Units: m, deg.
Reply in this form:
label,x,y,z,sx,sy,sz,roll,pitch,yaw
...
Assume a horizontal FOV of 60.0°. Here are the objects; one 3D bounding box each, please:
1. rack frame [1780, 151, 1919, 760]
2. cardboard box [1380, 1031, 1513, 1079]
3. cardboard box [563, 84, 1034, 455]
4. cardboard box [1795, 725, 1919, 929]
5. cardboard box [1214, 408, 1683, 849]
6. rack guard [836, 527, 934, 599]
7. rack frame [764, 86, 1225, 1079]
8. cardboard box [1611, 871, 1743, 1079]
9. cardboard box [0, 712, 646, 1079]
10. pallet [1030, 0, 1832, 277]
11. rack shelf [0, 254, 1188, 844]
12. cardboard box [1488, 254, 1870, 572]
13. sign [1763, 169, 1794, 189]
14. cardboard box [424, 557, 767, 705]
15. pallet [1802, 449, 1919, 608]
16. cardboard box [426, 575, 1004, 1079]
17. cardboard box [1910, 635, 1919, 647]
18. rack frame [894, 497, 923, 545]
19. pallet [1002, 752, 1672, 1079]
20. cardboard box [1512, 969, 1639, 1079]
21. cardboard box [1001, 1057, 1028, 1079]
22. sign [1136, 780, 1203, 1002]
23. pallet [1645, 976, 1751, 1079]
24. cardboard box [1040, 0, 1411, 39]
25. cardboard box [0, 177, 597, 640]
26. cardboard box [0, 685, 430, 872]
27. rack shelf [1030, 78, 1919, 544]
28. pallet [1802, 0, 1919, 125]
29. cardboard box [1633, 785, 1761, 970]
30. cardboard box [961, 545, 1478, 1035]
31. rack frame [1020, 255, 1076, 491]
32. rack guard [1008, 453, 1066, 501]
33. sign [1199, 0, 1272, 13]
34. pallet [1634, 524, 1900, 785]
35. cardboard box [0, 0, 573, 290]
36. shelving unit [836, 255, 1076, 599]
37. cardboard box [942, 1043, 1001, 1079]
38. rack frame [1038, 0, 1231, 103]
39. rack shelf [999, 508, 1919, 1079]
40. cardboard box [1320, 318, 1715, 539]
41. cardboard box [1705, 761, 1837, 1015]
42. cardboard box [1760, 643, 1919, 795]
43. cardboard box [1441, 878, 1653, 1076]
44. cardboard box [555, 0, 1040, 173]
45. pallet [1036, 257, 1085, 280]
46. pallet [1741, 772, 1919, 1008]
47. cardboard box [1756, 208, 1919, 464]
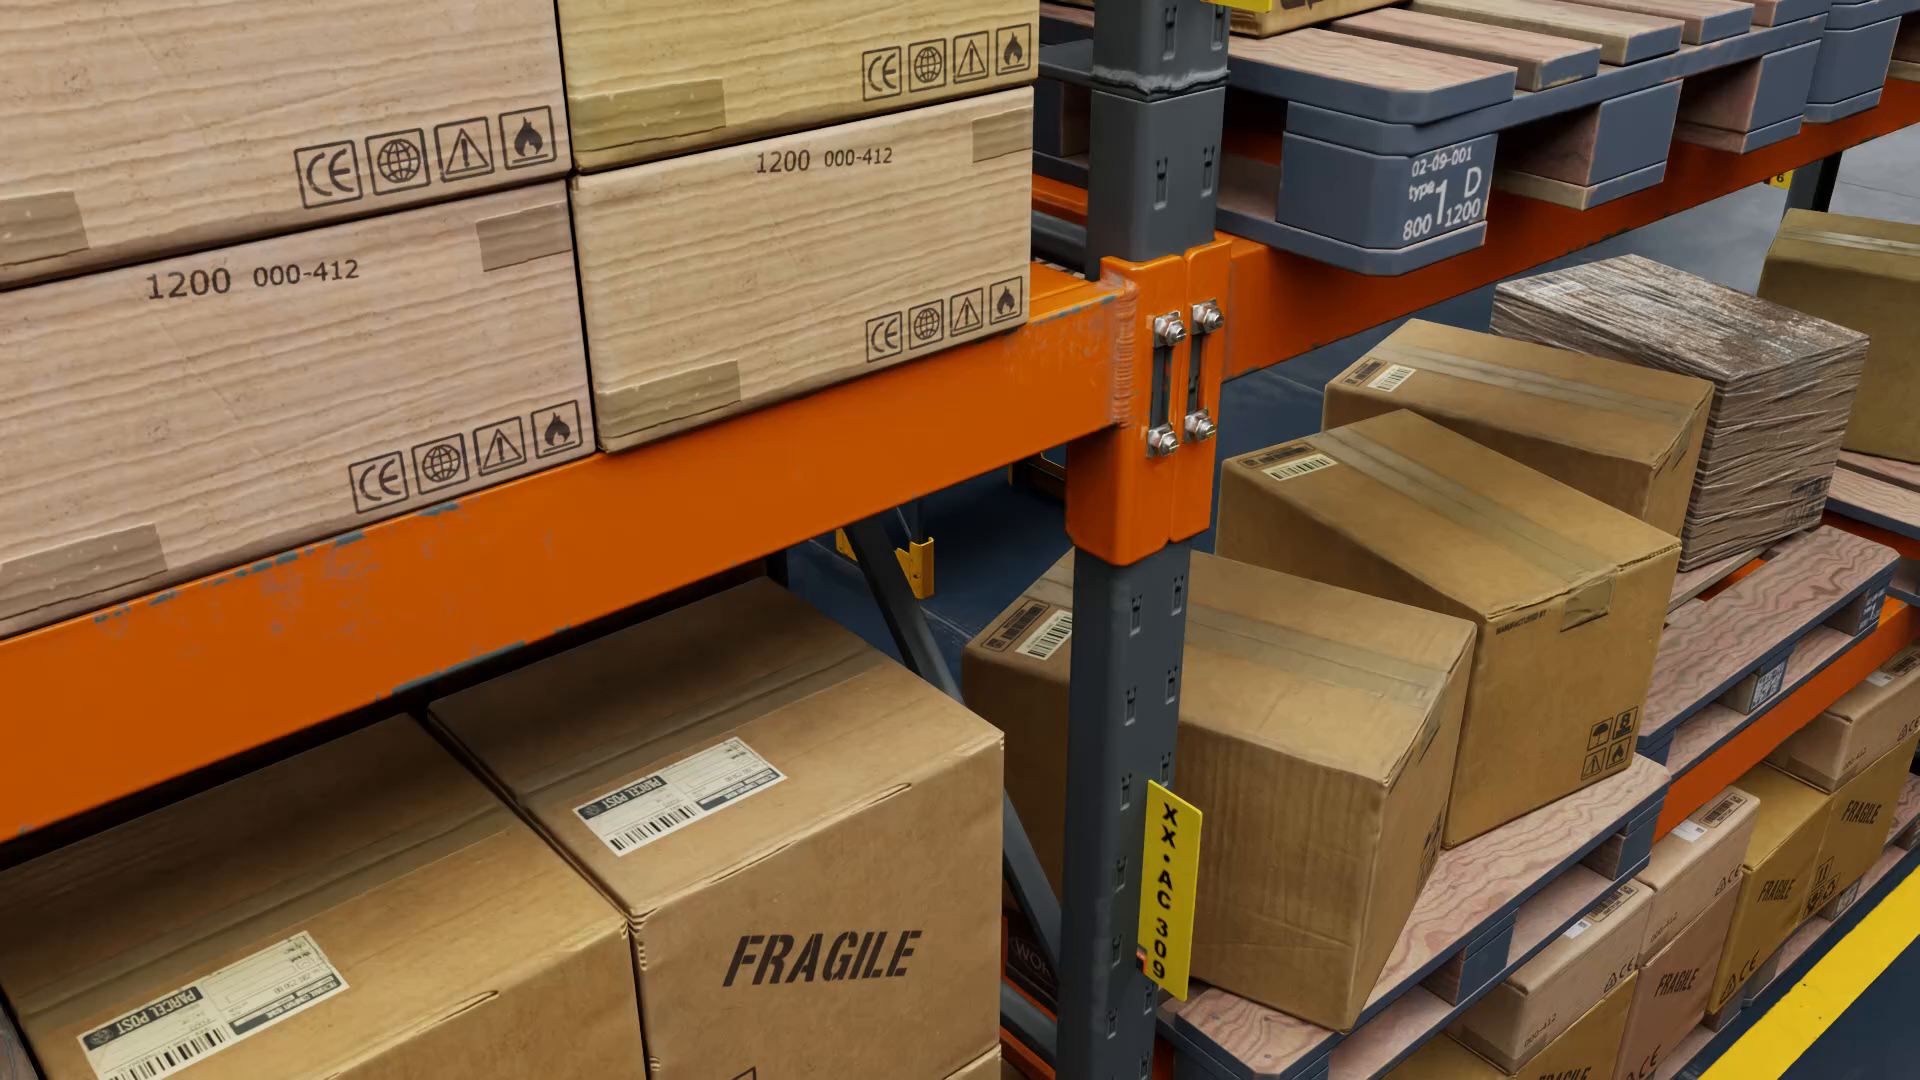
label,x,y,z,sx,sy,sz,roll,pitch,yaw
rack frame,2.964,-0.556,5.109,0.127,3.000,1.000,-22,35,-35
cardboard box,0.846,1.348,3.730,0.500,0.500,0.500,-21,35,-34
cardboard box,-0.276,-0.345,1.690,0.500,0.250,0.500,-22,35,-35
cardboard box,2.405,0.722,4.901,0.500,0.500,0.500,-20,34,-33
cardboard box,0.909,0.140,3.254,0.500,0.500,0.700,-16,32,-27
rack guard,-0.321,0.019,6.950,0.087,0.250,0.587,-22,35,-35
rack frame,-0.079,0.667,2.819,0.127,3.000,1.000,-22,35,-35
cardboard box,1.616,1.043,4.301,0.500,0.500,0.500,-23,36,-37
cardboard box,-0.684,0.587,1.801,0.500,0.500,0.500,-23,36,-36
pallet,0.463,-0.747,2.482,1.003,0.211,1.213,-22,35,-35
rack shelf,-1.600,0.274,1.136,4.000,0.370,1.077,-22,35,-35
cardboard box,1.738,-0.341,4.154,0.500,0.500,0.700,-15,32,-26
sign,2.601,-1.265,5.206,0.005,0.325,0.100,-22,35,-35
cardboard box,-0.620,0.226,2.479,0.500,0.500,0.500,-21,34,-34
pallet,2.494,-0.239,4.719,1.003,0.211,1.213,-22,35,-35
cardboard box,-0.296,0.430,2.096,0.500,0.500,0.500,-22,35,-35
cardboard box,3.553,0.416,5.760,0.500,0.250,0.500,-22,35,-35
rack frame,-0.322,-0.532,6.654,0.032,1.500,0.500,-22,35,-35
pallet,0.600,0.547,3.248,1.213,0.211,1.003,-22,35,-35
cardboard box,1.231,1.198,4.011,0.500,0.500,0.500,-21,35,-34
cardboard box,0.110,1.322,3.779,0.500,0.500,0.500,-22,35,-35
sign,0.279,0.478,2.255,0.005,0.325,0.100,-22,35,-35
pallet,1.444,1.260,4.669,1.213,0.211,1.003,-22,35,-35
cardboard box,0.352,-1.057,2.205,0.600,0.600,0.600,25,37,38
cardboard box,-0.663,-0.196,1.411,0.500,0.250,0.500,-22,35,-35
cardboard box,-1.012,0.384,2.183,0.500,0.500,0.500,-23,36,-36
rack shelf,1.443,-0.950,3.426,4.000,0.370,1.077,-22,35,-35
pallet,1.250,-1.065,3.078,1.003,0.211,1.213,-22,35,-35
cardboard box,1.589,0.725,4.101,0.500,0.250,0.500,-23,36,-36
cardboard box,0.427,0.373,2.817,0.700,0.500,0.500,15,32,26
rack frame,0.452,-0.843,7.236,0.032,1.500,0.500,-22,35,-35
rack guard,0.437,-0.286,7.520,0.087,0.250,0.587,-22,35,-35
sign,0.279,-0.691,1.630,0.005,0.325,0.100,-22,35,-35
pallet,1.488,0.125,4.037,1.213,0.211,1.003,-22,35,-35
cardboard box,-0.655,-0.412,1.285,0.500,0.250,0.500,-22,35,-35
shelving unit,0.058,-0.685,6.940,1.083,1.500,0.587,-22,35,-35
cardboard box,-0.293,0.868,2.337,0.500,0.500,0.500,-21,35,-34
rack frame,-0.079,-1.979,1.405,0.127,3.000,1.000,-22,35,-35
rack shelf,1.443,0.373,4.133,4.000,0.370,1.077,-22,35,-35
cardboard box,1.225,-0.125,3.749,0.700,0.500,0.500,18,33,30
cardboard box,2.011,0.881,4.605,0.500,0.500,0.500,-23,36,-37
cardboard box,2.365,0.410,4.689,0.500,0.250,0.500,-20,34,-33
cardboard box,1.208,0.878,3.813,0.500,0.250,0.500,-22,35,-35
cardboard box,-0.273,-0.564,1.569,0.500,0.250,0.500,-22,35,-35
pallet,0.366,-1.327,9.509,1.213,0.211,1.003,-22,35,-35
pallet,2.372,0.888,5.364,1.213,0.211,1.003,-22,35,-35
cardboard box,2.558,-0.553,4.550,0.700,0.500,0.500,15,32,26
